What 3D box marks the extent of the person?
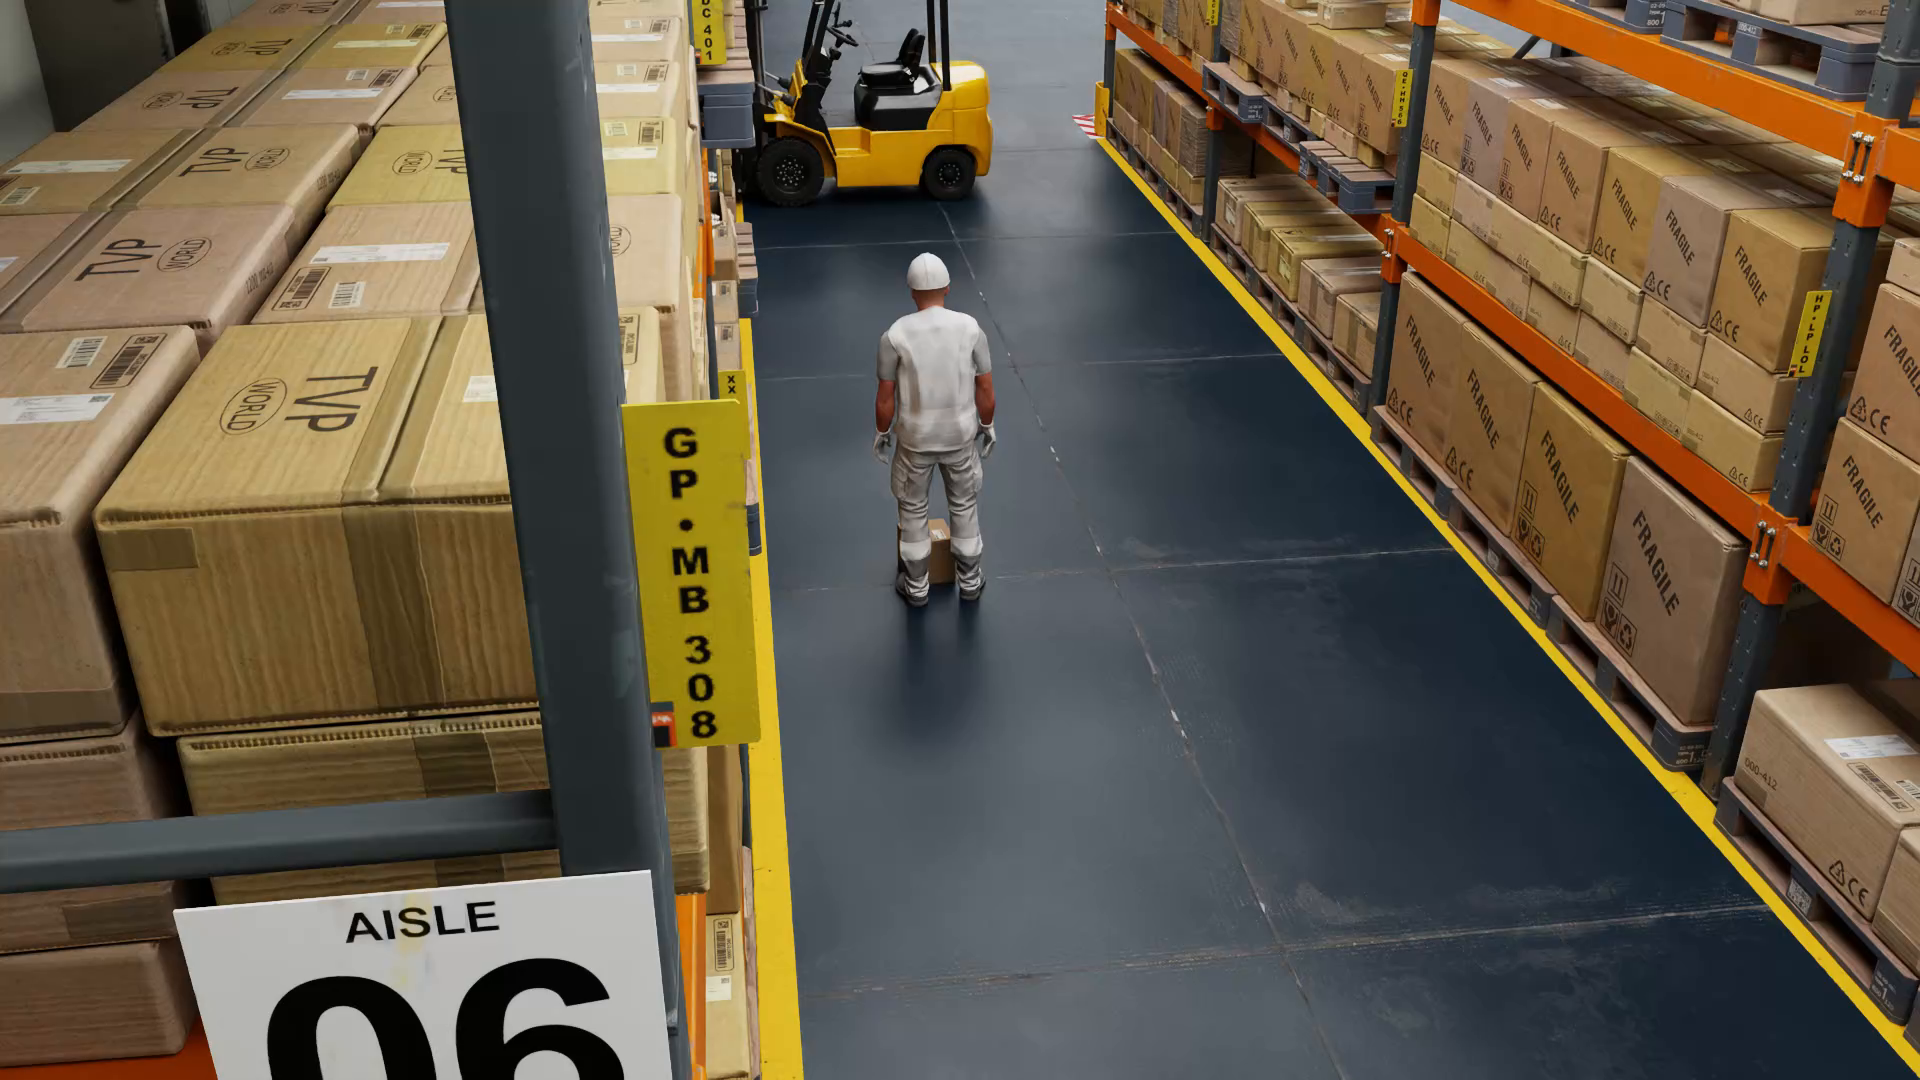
[{"bbox_3d":[-0.121,-0.515,8.114,0.609,1.779,0.449,-4,27,-8],"label":"person"}]
